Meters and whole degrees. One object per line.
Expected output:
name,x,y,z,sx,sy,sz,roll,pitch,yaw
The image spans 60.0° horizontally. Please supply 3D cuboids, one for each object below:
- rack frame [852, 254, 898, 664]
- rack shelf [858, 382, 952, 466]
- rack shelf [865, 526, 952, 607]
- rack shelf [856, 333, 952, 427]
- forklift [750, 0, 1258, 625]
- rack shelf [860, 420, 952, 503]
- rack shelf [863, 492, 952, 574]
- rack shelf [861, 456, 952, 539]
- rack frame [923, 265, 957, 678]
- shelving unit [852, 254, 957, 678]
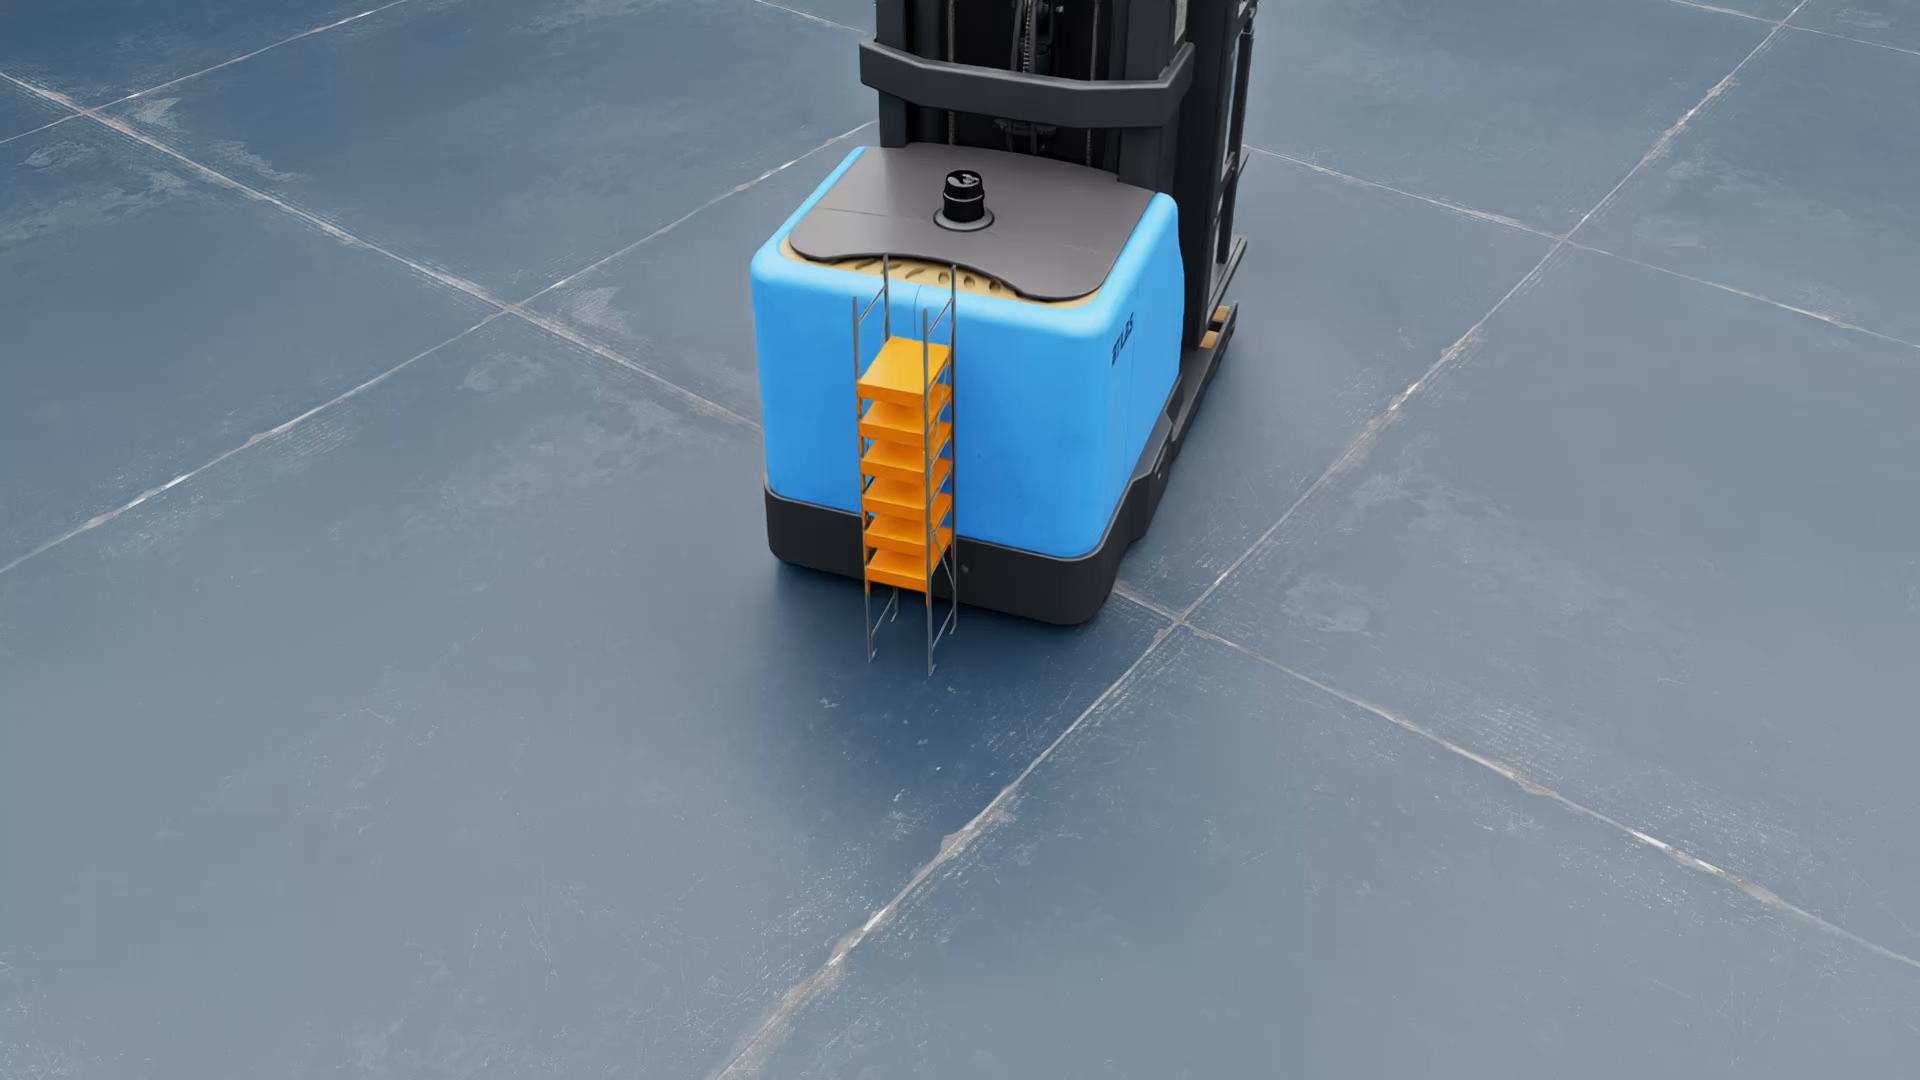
rack frame,-0.224,-0.185,4.513,0.006,1.200,0.240,11,39,14
rack shelf,-0.137,-0.322,4.370,0.180,0.103,0.258,11,39,14
rack shelf,-0.137,0.056,4.666,0.180,0.103,0.258,11,39,14
rack shelf,-0.137,-0.416,4.296,0.180,0.103,0.258,11,39,14
forklift,0.385,-1.820,5.197,1.130,2.935,3.031,12,40,15
rack shelf,-0.137,-0.227,4.444,0.180,0.103,0.258,11,39,14
rack shelf,-0.137,-0.038,4.592,0.180,0.103,0.258,11,39,14
rack shelf,-0.137,-0.133,4.518,0.180,0.103,0.258,11,39,14
rack frame,-0.050,-0.150,4.468,0.006,1.200,0.240,11,39,14
shelving unit,-0.137,-0.168,4.491,0.189,1.200,0.258,11,39,14
